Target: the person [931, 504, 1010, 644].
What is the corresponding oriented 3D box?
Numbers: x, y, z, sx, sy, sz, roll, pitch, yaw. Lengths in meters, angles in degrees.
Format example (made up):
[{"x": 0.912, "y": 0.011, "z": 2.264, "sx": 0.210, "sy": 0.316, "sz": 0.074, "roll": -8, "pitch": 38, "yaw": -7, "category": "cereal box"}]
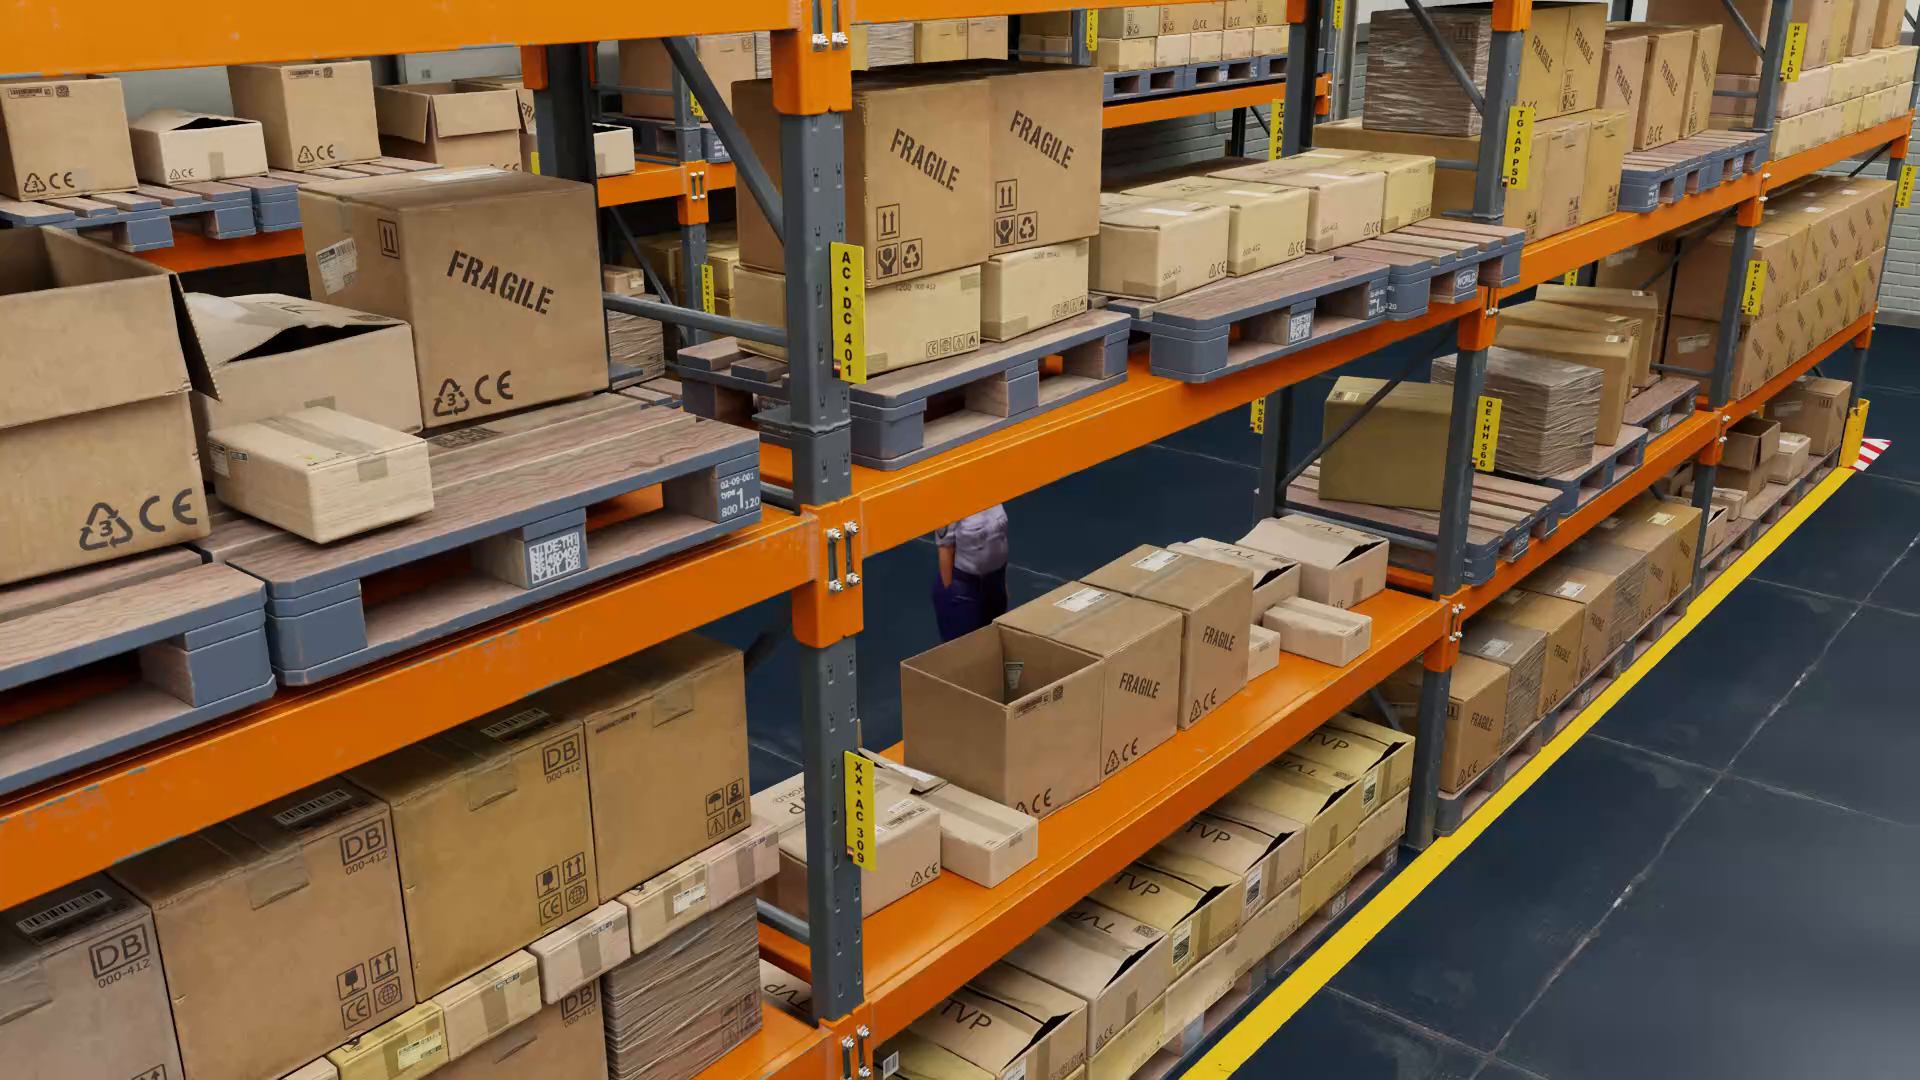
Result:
[{"x": 0.075, "y": 0.267, "z": 8.893, "sx": 0.342, "sy": 1.646, "sz": 0.470, "roll": 16, "pitch": 26, "yaw": 37, "category": "person"}]
